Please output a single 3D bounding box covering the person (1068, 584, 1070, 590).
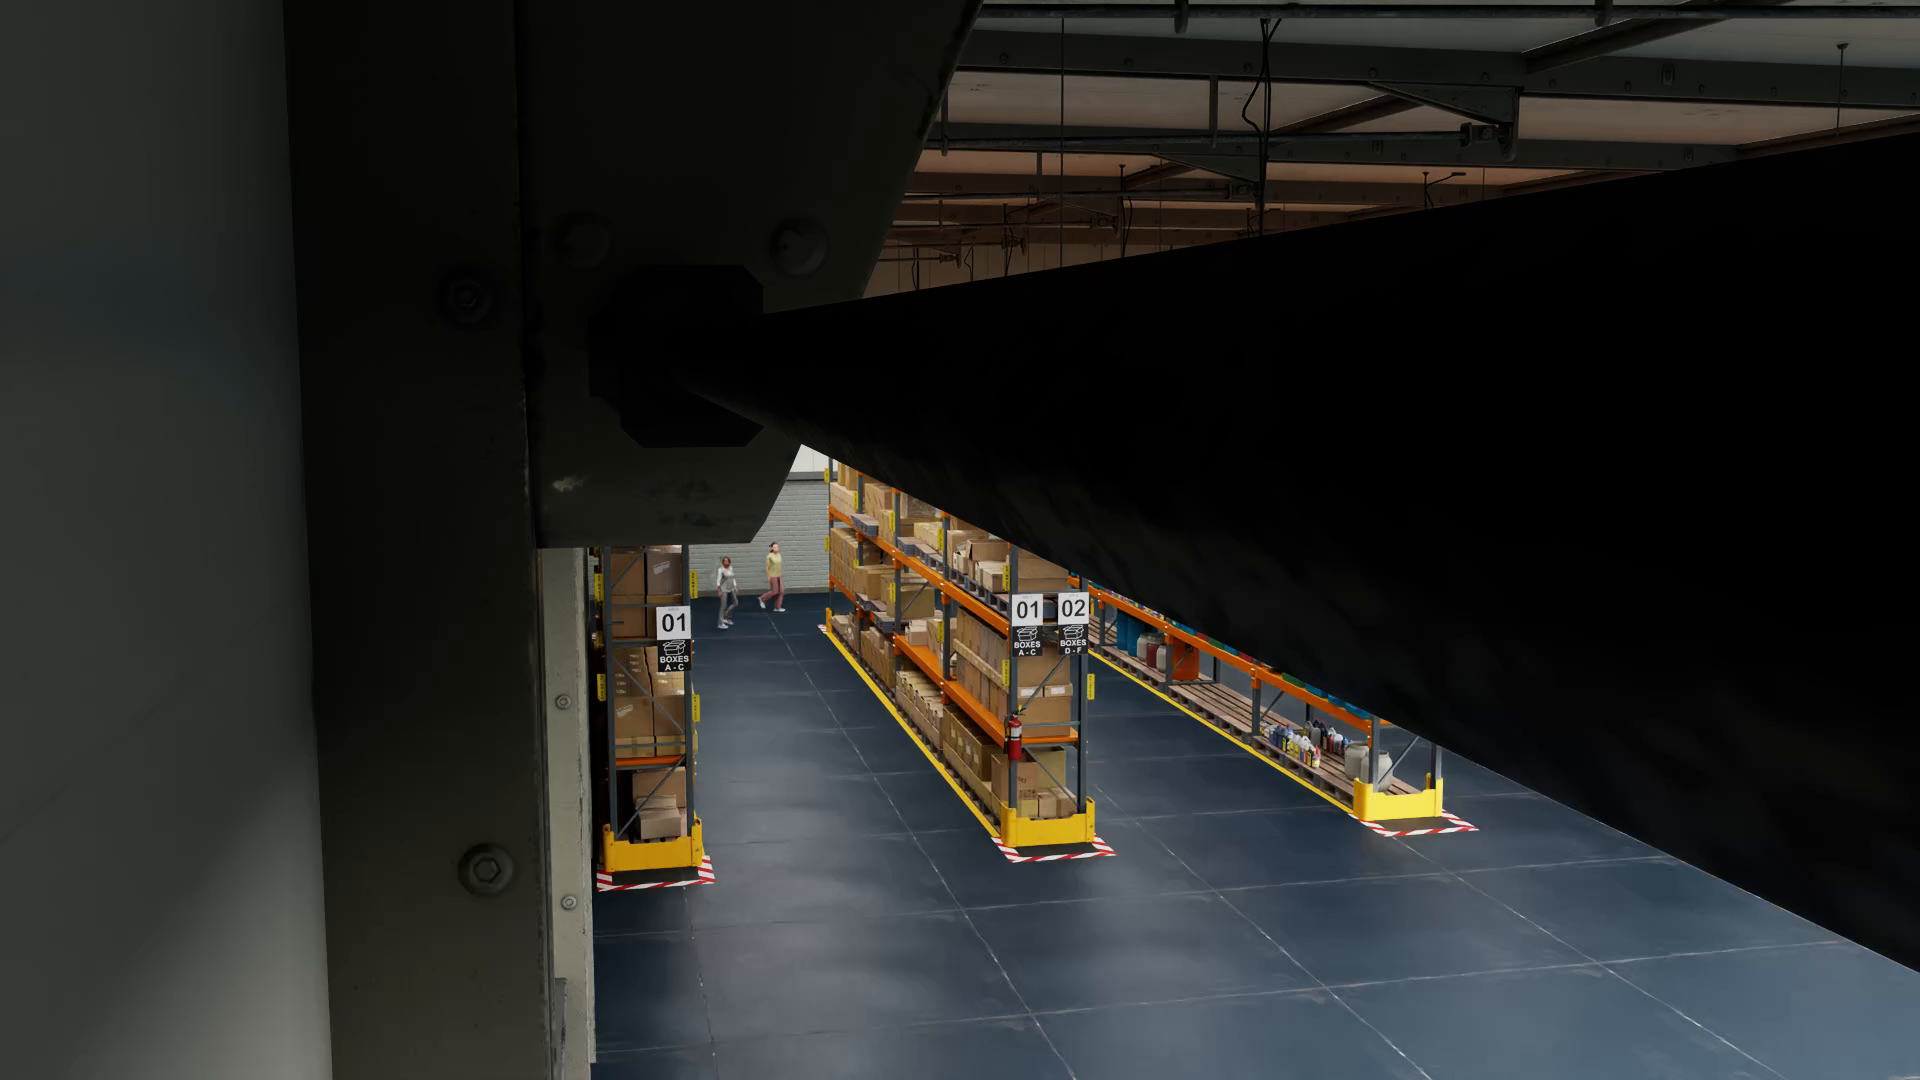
[{"bbox_3d":[2.554,0.642,41.149,0.488,1.689,0.500,-3,8,-26],"label":"person"}]

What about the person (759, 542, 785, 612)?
[{"bbox_3d":[-4.388,0.861,39.077,0.629,1.647,0.475,3,8,27],"label":"person"}]

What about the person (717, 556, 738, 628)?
[{"bbox_3d":[-5.154,1.150,36.968,0.397,1.598,0.483,3,8,27],"label":"person"}]
